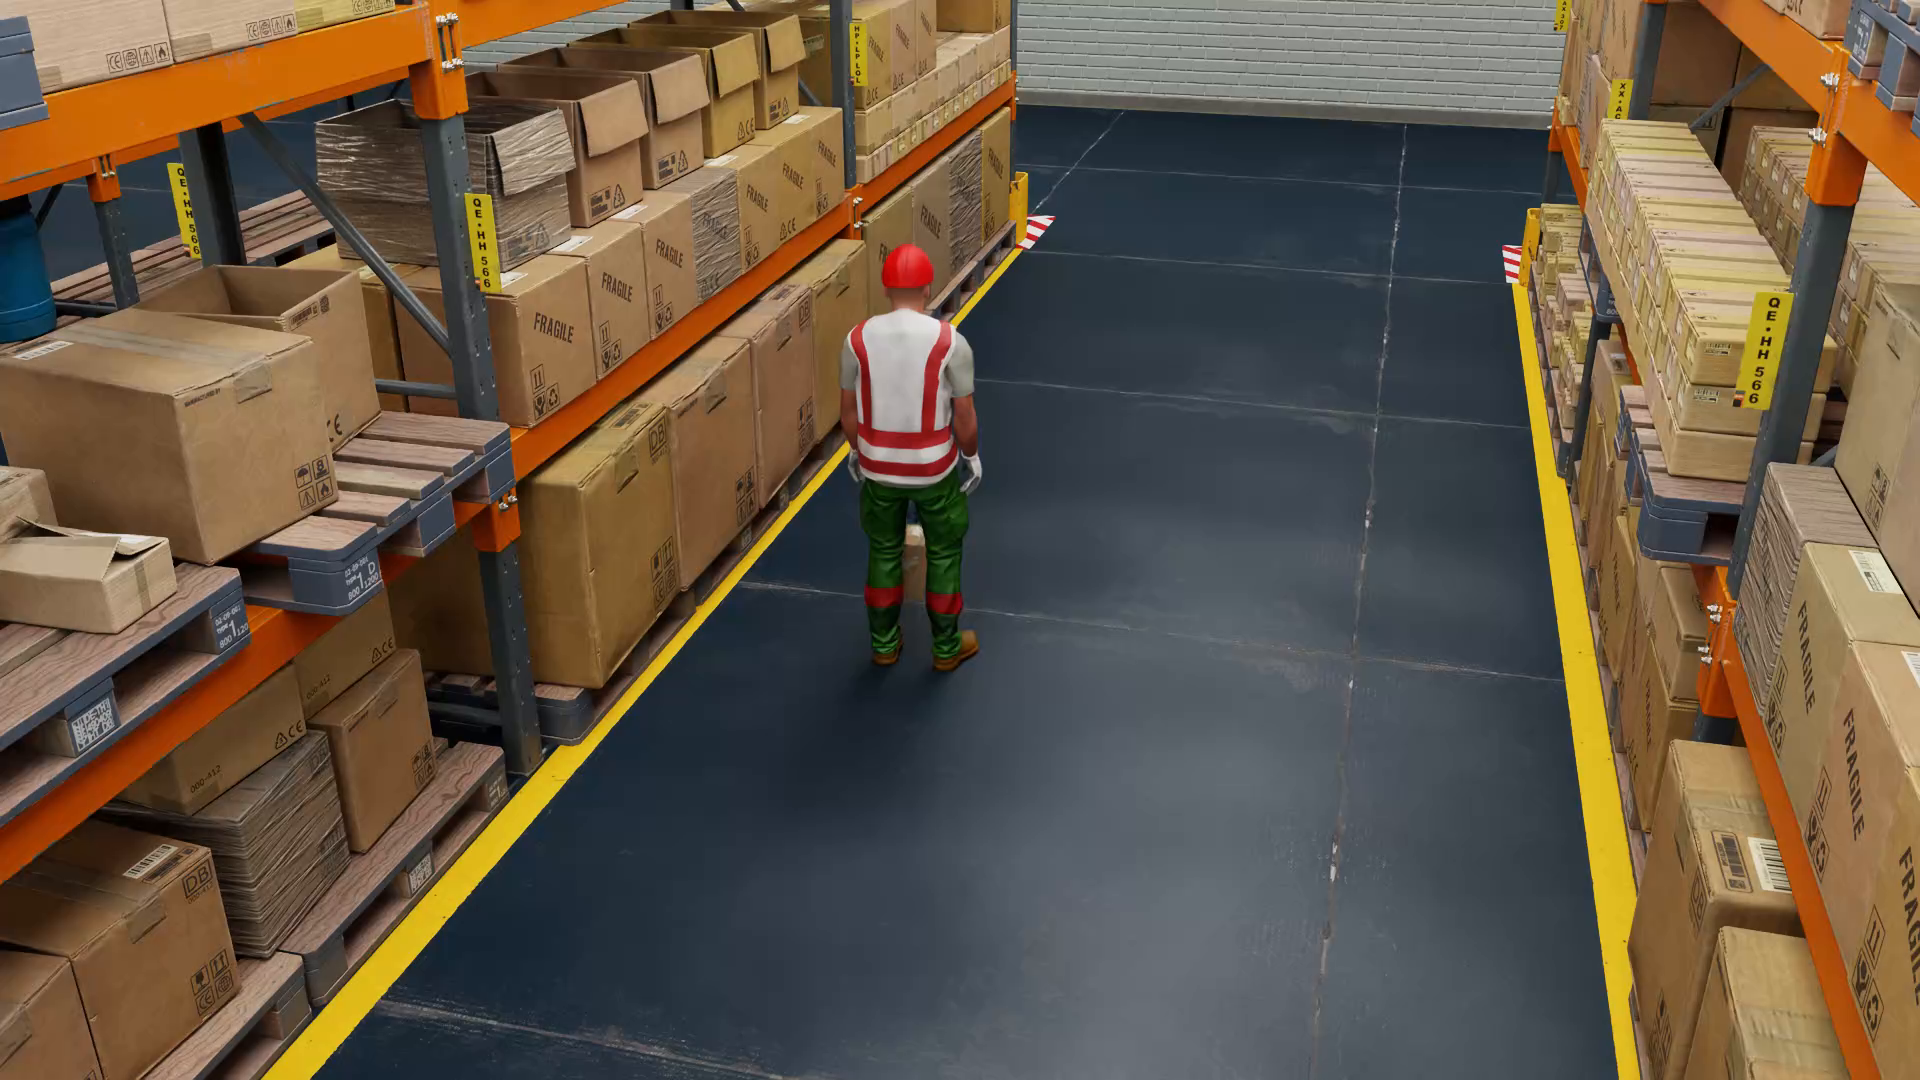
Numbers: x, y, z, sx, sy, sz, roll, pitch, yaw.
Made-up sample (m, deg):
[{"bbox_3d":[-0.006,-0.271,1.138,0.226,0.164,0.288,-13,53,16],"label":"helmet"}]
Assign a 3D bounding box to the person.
[{"bbox_3d":[-0.197,-0.308,6.744,0.563,1.782,0.431,5,26,11],"label":"person"}]
